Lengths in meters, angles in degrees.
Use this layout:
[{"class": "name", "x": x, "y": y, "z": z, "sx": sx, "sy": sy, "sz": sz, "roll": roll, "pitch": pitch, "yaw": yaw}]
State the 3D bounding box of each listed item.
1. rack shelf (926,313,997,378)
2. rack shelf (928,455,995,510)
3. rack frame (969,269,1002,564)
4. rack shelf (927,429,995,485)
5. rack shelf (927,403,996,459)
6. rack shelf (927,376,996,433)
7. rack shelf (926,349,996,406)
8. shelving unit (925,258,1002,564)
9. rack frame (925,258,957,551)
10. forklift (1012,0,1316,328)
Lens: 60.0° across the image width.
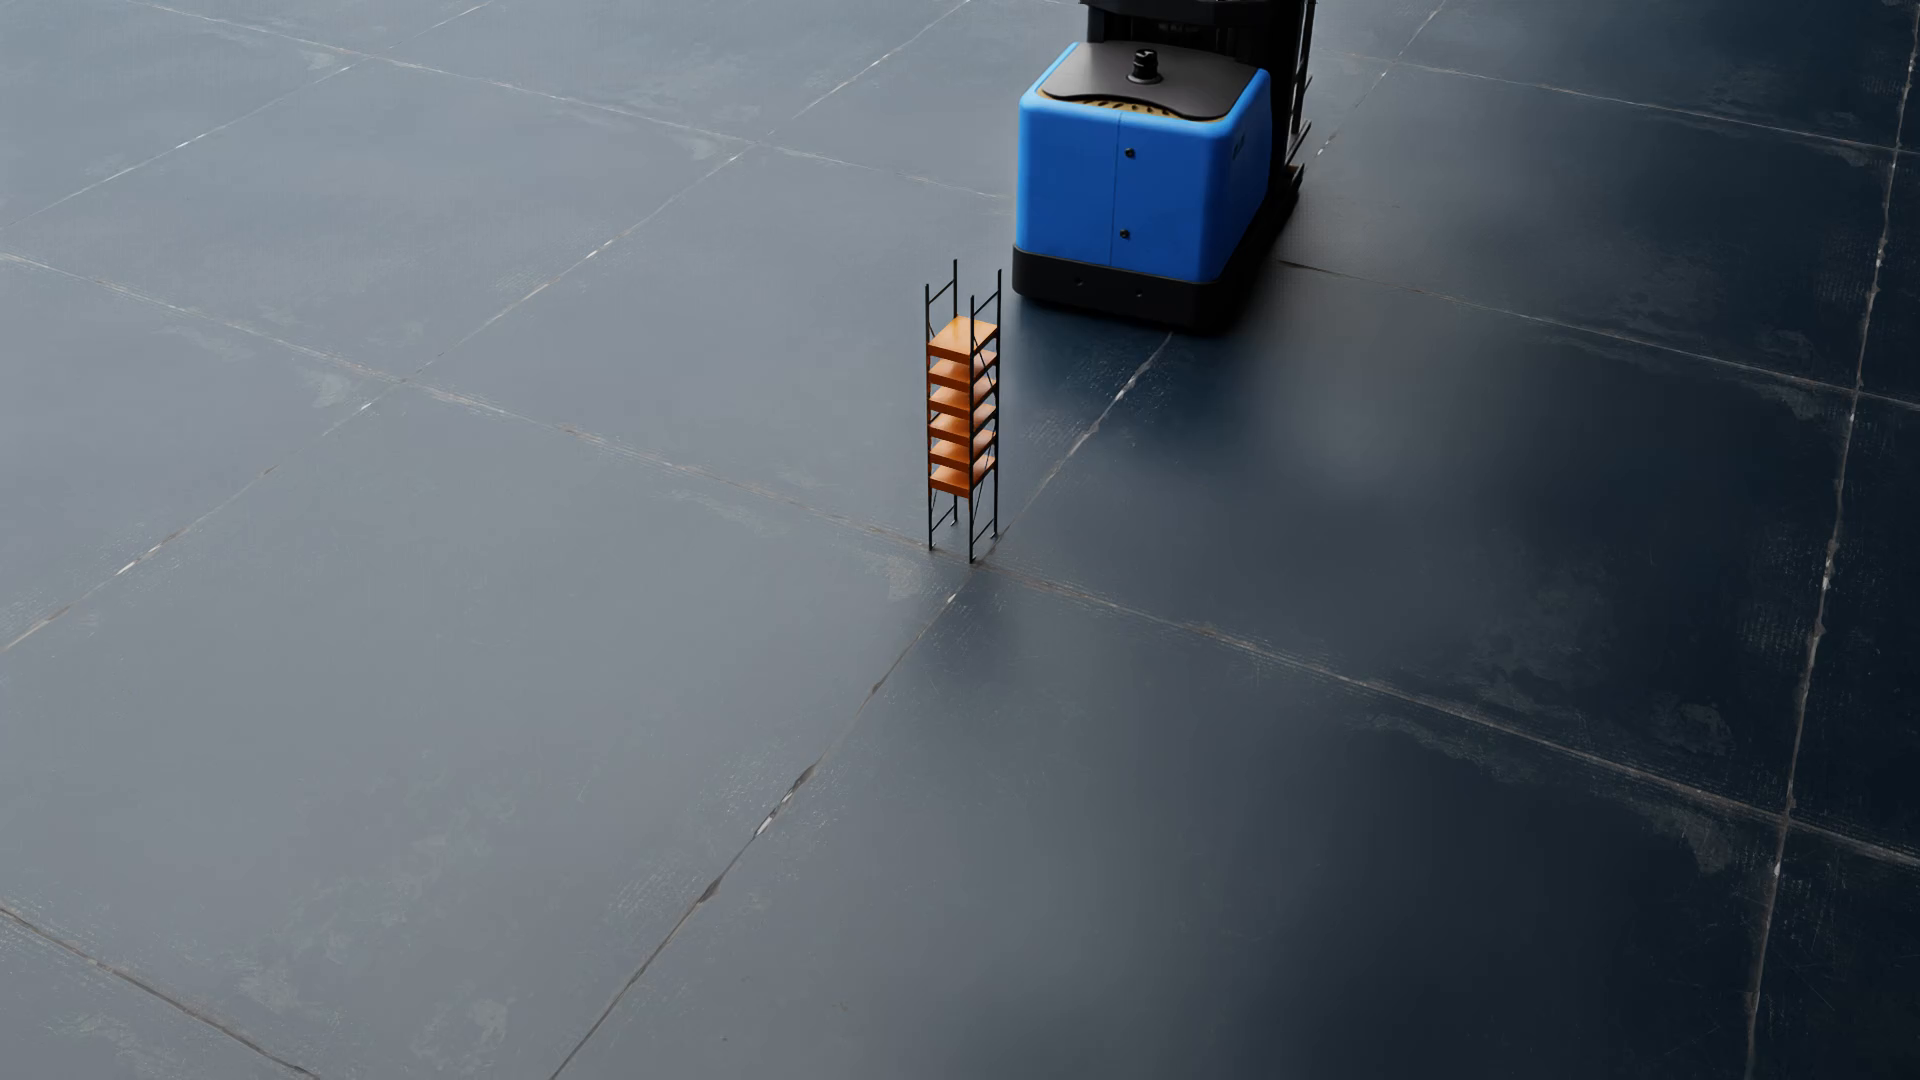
[{"class": "rack shelf", "x": 0.013, "y": -0.725, "z": 6.191, "sx": 0.180, "sy": 0.103, "sz": 0.258, "roll": 17, "pitch": 41, "yaw": 21}, {"class": "rack shelf", "x": 0.013, "y": -0.247, "z": 6.554, "sx": 0.180, "sy": 0.103, "sz": 0.258, "roll": 17, "pitch": 41, "yaw": 21}, {"class": "rack frame", "x": 0.094, "y": -0.448, "z": 6.348, "sx": 0.006, "sy": 1.200, "sz": 0.240, "roll": 17, "pitch": 41, "yaw": 21}, {"class": "rack shelf", "x": 0.013, "y": -0.343, "z": 6.481, "sx": 0.180, "sy": 0.103, "sz": 0.258, "roll": 17, "pitch": 41, "yaw": 21}, {"class": "rack shelf", "x": 0.013, "y": -0.438, "z": 6.409, "sx": 0.180, "sy": 0.103, "sz": 0.258, "roll": 17, "pitch": 41, "yaw": 21}, {"class": "rack shelf", "x": 0.013, "y": -0.534, "z": 6.336, "sx": 0.180, "sy": 0.103, "sz": 0.258, "roll": 17, "pitch": 41, "yaw": 21}, {"class": "rack shelf", "x": 0.013, "y": -0.630, "z": 6.264, "sx": 0.180, "sy": 0.103, "sz": 0.258, "roll": 17, "pitch": 41, "yaw": 21}, {"class": "shelving unit", "x": 0.013, "y": -0.474, "z": 6.382, "sx": 0.189, "sy": 1.200, "sz": 0.258, "roll": 17, "pitch": 41, "yaw": 21}, {"class": "rack frame", "x": -0.068, "y": -0.499, "z": 6.415, "sx": 0.006, "sy": 1.200, "sz": 0.240, "roll": 17, "pitch": 41, "yaw": 21}, {"class": "forklift", "x": 1.274, "y": -3.071, "z": 8.372, "sx": 1.130, "sy": 2.935, "sz": 3.031, "roll": 13, "pitch": 39, "yaw": 17}]
